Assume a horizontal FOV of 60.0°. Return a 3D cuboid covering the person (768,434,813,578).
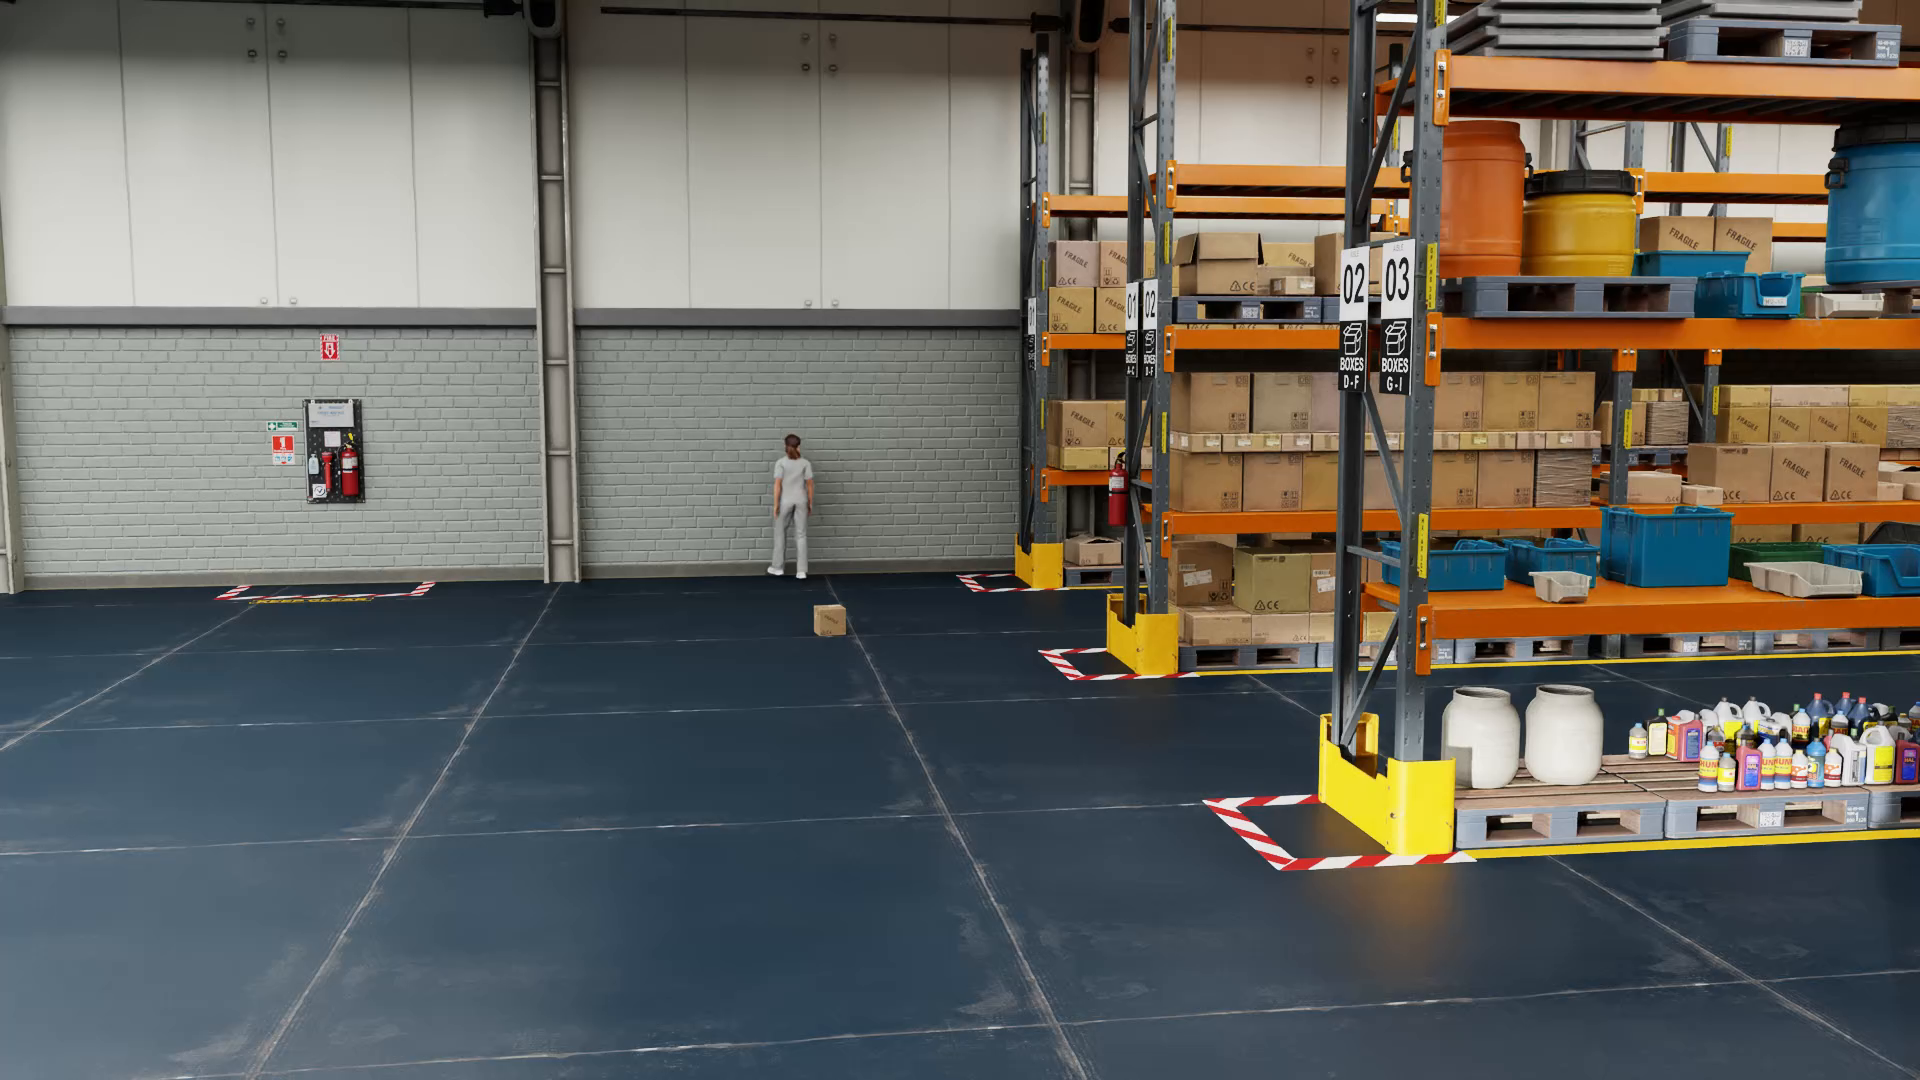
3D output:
[{"bbox_3d":[-1.944,-0.401,19.169,0.476,1.659,0.726,-2,7,-17],"label":"person"}]
